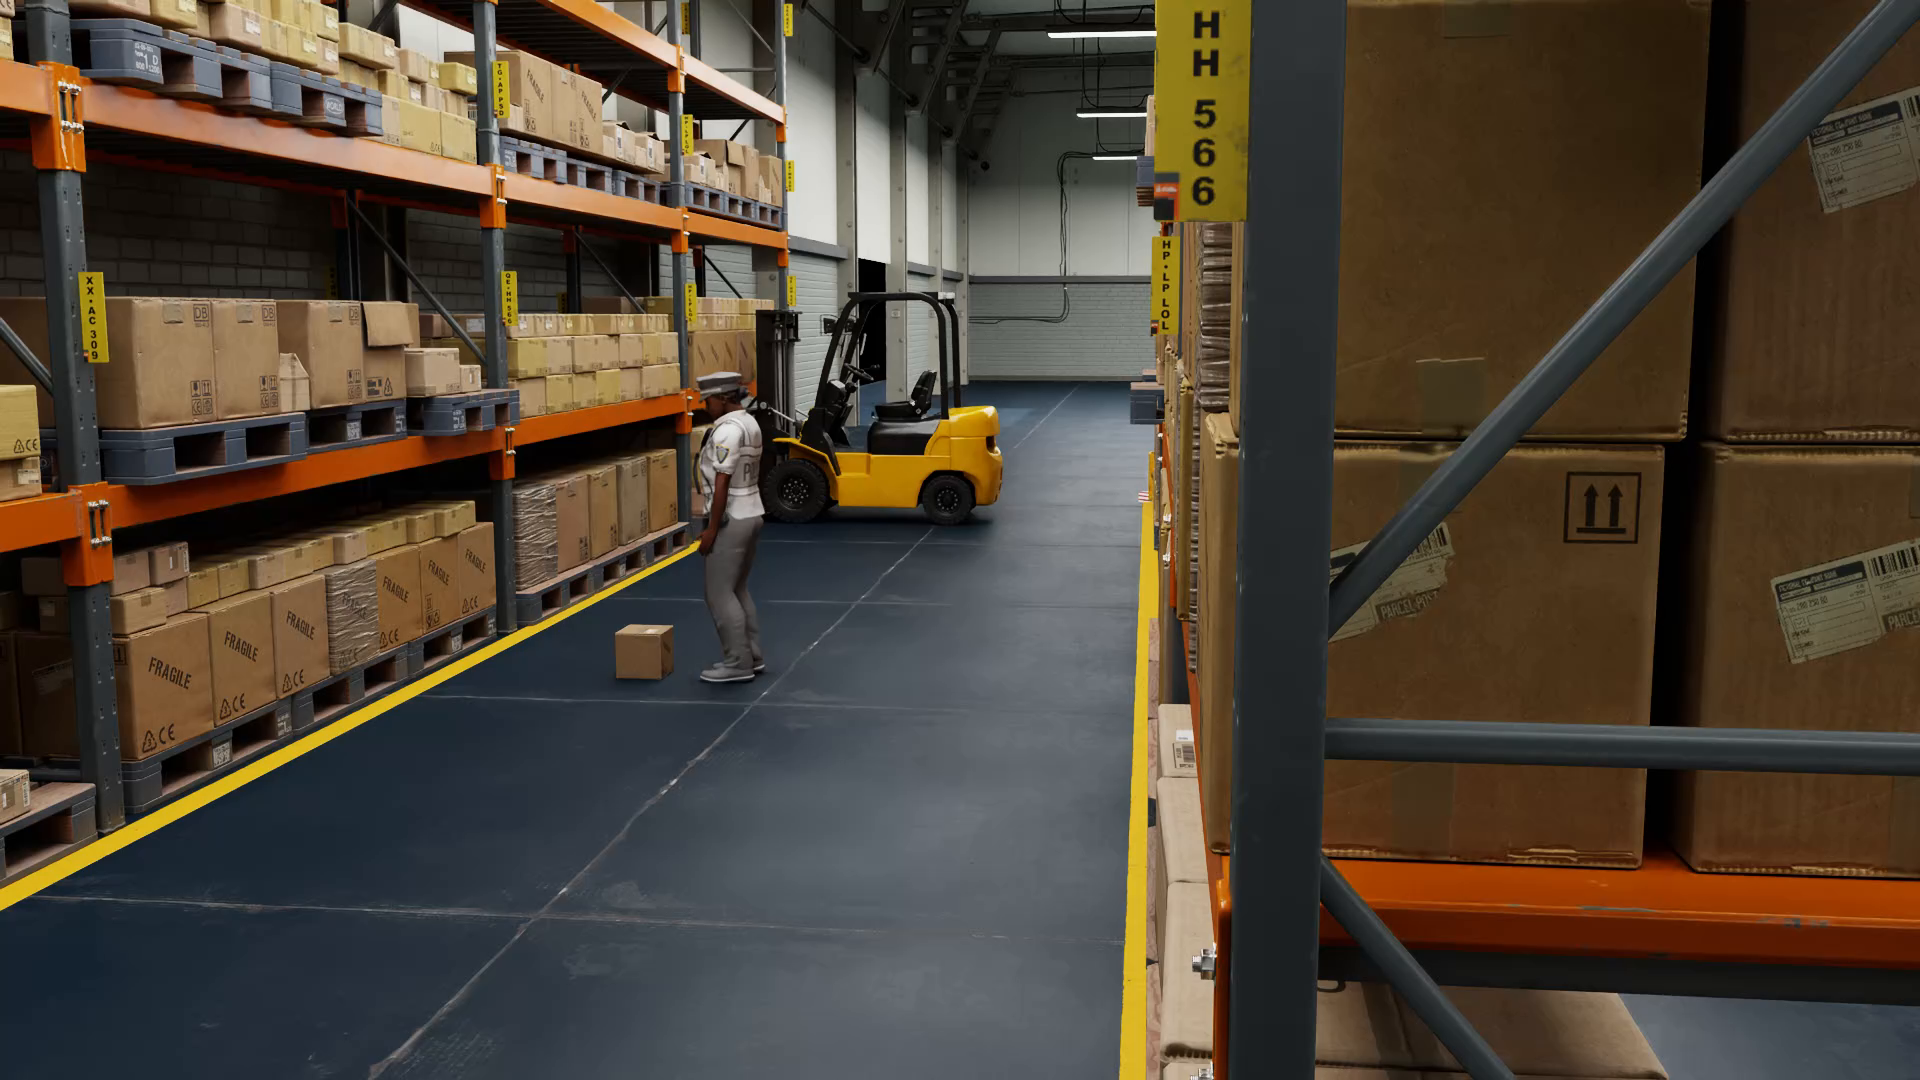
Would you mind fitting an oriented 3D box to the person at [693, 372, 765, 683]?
[{"bbox_3d":[-1.224,-0.067,8.878,0.337,1.656,0.441,1,8,7],"label":"person"}]
